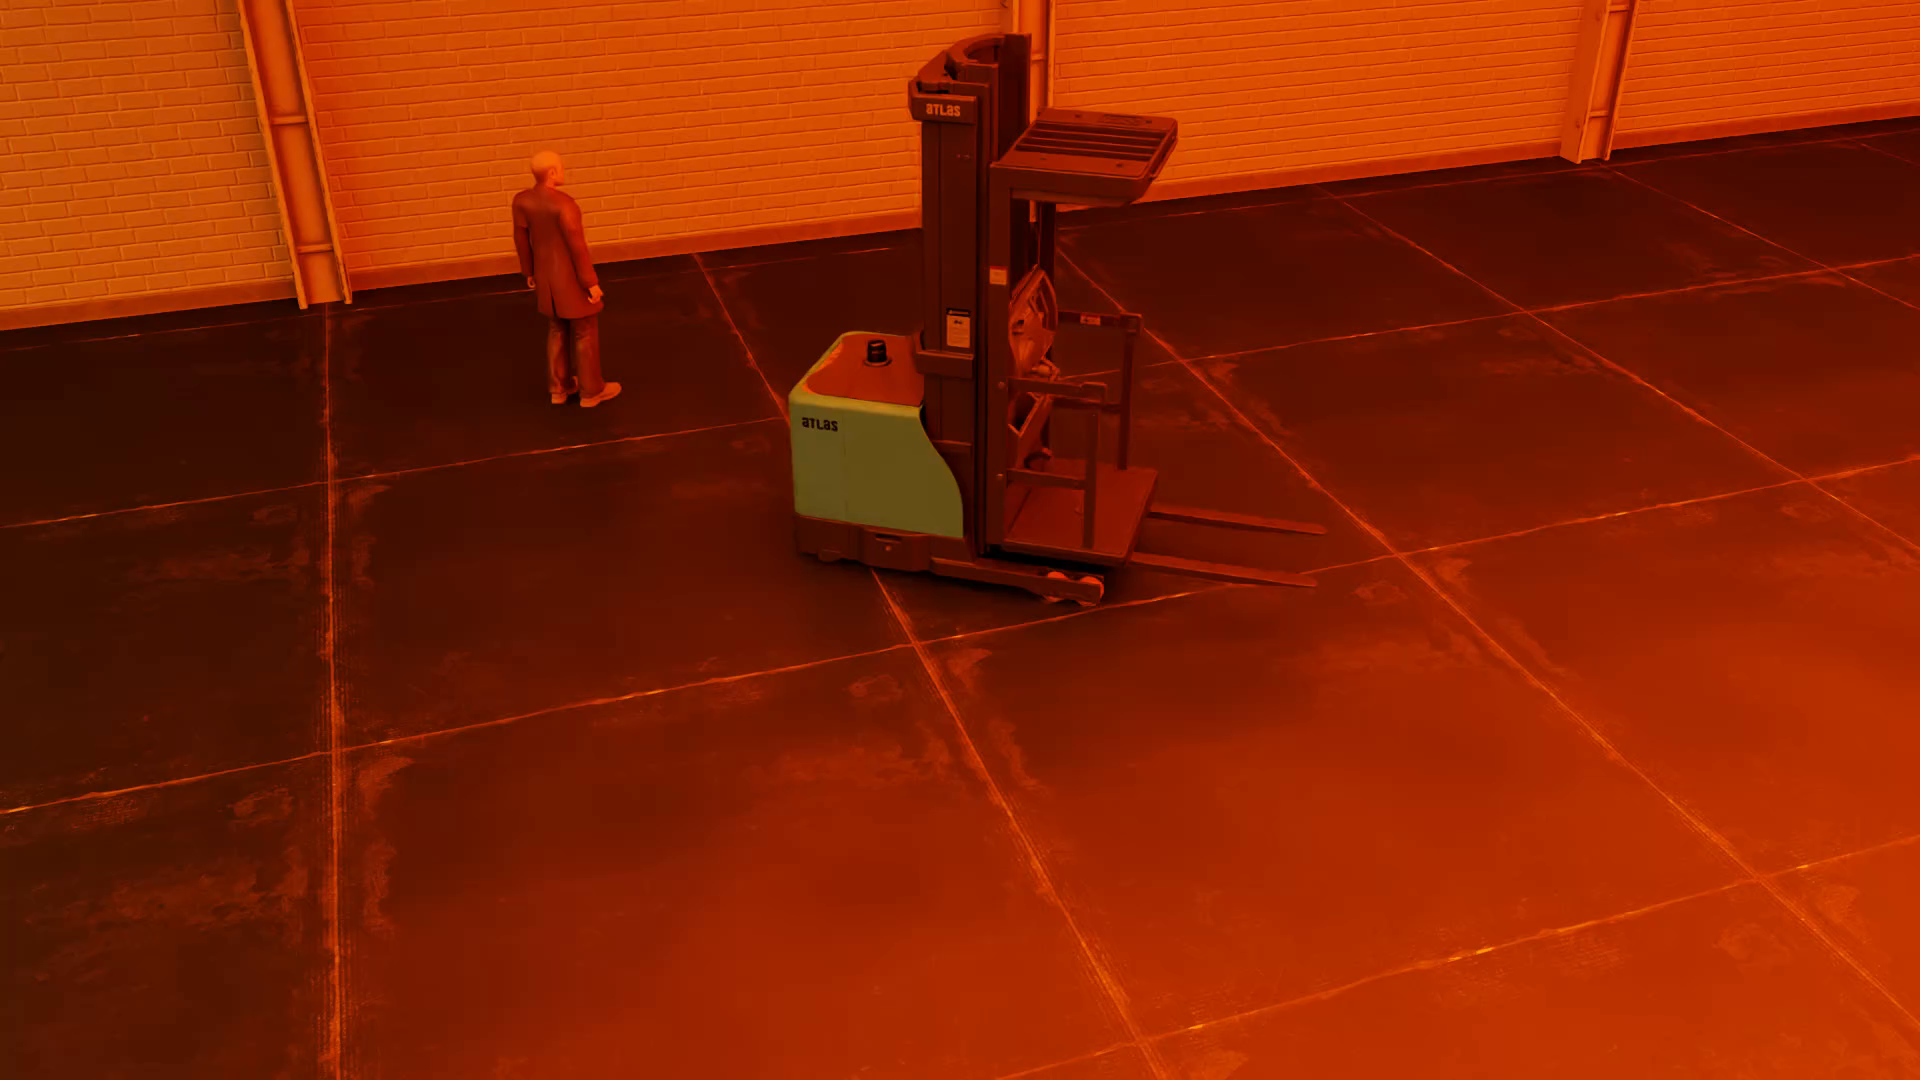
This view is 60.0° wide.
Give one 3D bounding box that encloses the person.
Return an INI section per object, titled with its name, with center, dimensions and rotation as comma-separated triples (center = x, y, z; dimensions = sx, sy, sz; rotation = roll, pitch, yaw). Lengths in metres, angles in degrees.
[person]
center = -2.685, -1.793, 11.357
dimensions = 0.643, 1.782, 0.421
rotation = 14, 33, 23

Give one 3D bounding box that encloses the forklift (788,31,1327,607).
[forklift]
center = 0.592, -1.191, 9.156
dimensions = 3.031, 2.935, 1.130
rotation = 8, 31, 14
